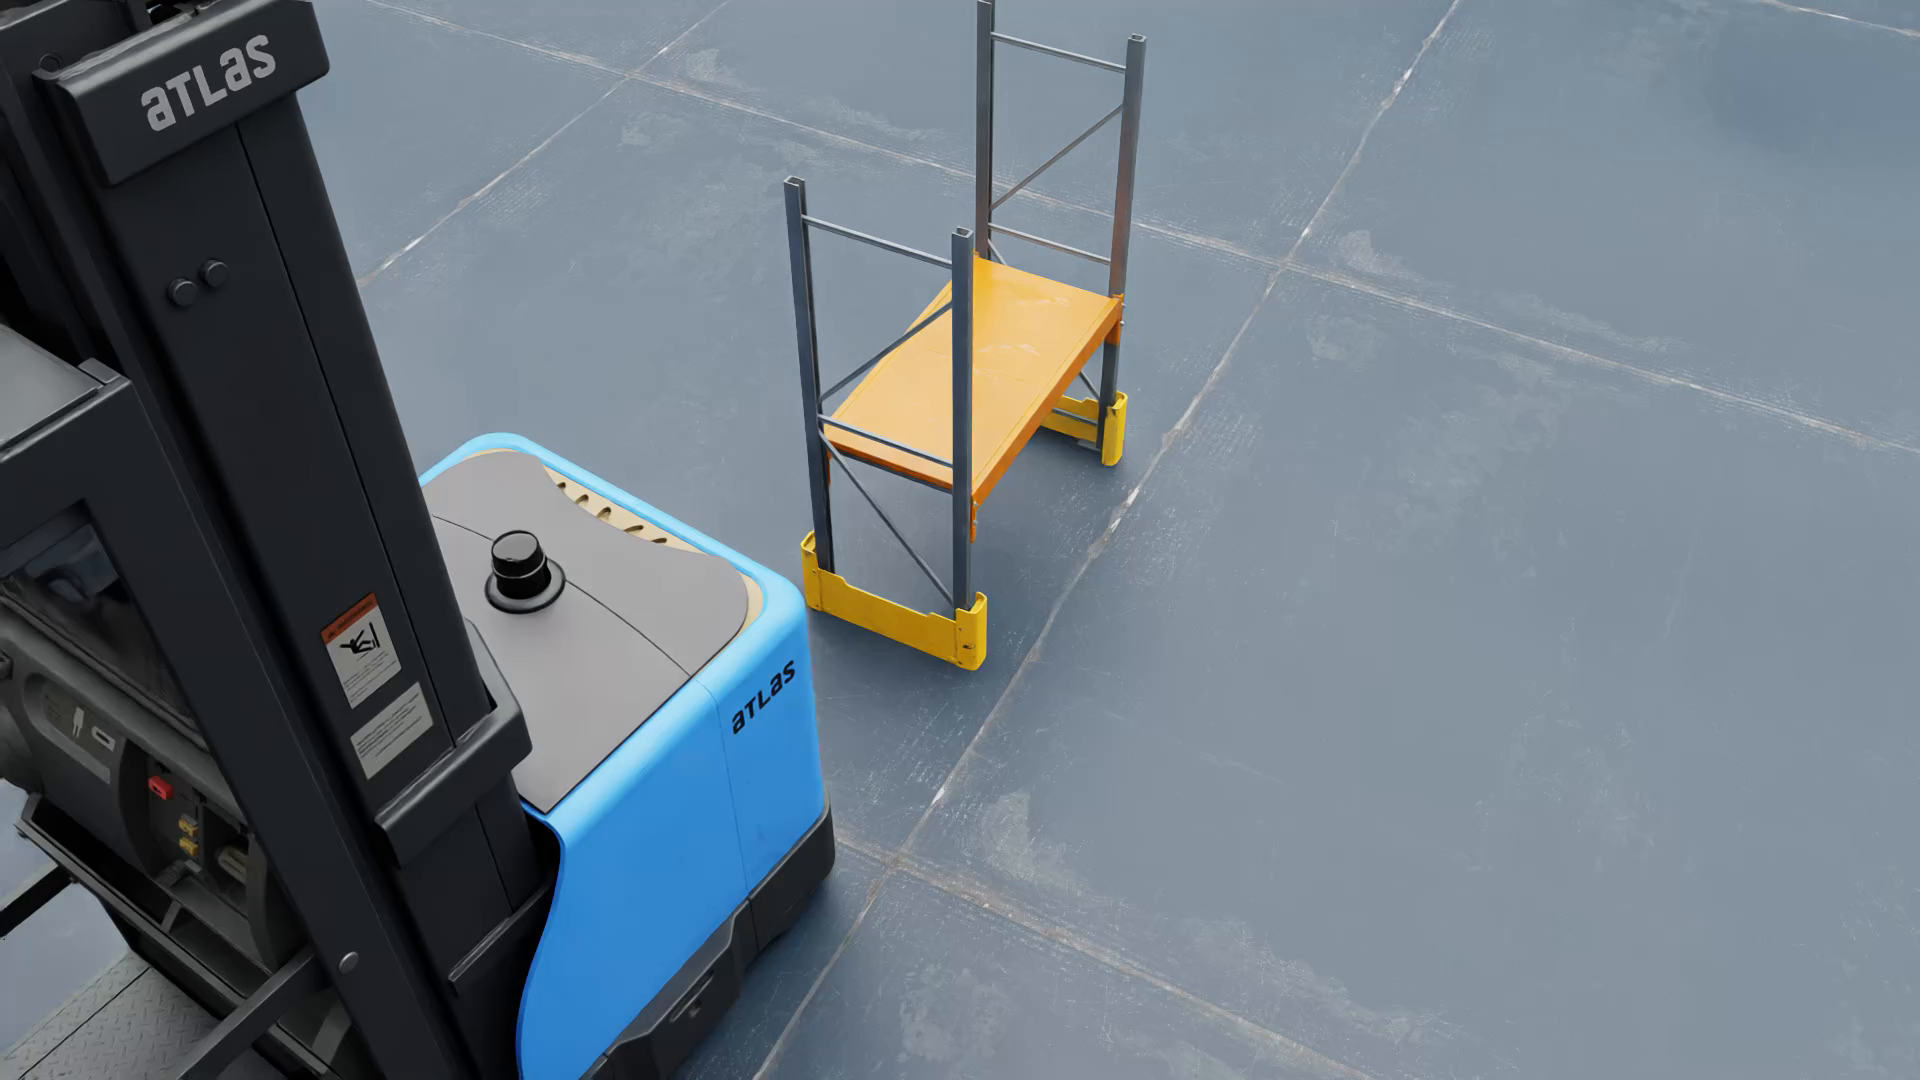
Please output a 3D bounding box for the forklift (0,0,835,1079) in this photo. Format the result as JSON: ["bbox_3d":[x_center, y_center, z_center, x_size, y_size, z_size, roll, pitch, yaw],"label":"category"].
[{"bbox_3d":[-1.583,0.494,2.701,1.130,2.935,3.031,27,51,24],"label":"forklift"}]

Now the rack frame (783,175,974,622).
[{"bbox_3d":[-0.196,-0.261,4.453,0.500,1.500,0.032,20,49,19],"label":"rack frame"}]

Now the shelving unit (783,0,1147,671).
[{"bbox_3d":[0.035,-0.575,4.764,0.587,1.500,1.083,20,49,19],"label":"shelving unit"}]

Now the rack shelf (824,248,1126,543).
[{"bbox_3d":[0.040,-0.455,4.898,0.538,0.185,1.000,20,49,19],"label":"rack shelf"}]

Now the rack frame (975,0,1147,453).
[{"bbox_3d":[0.276,-0.901,5.086,0.500,1.500,0.032,20,49,19],"label":"rack frame"}]

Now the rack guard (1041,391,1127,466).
[{"bbox_3d":[0.267,-0.450,5.519,0.587,0.250,0.087,20,49,19],"label":"rack guard"}]

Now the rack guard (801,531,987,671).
[{"bbox_3d":[-0.196,0.178,4.898,0.587,0.250,0.087,20,49,19],"label":"rack guard"}]
